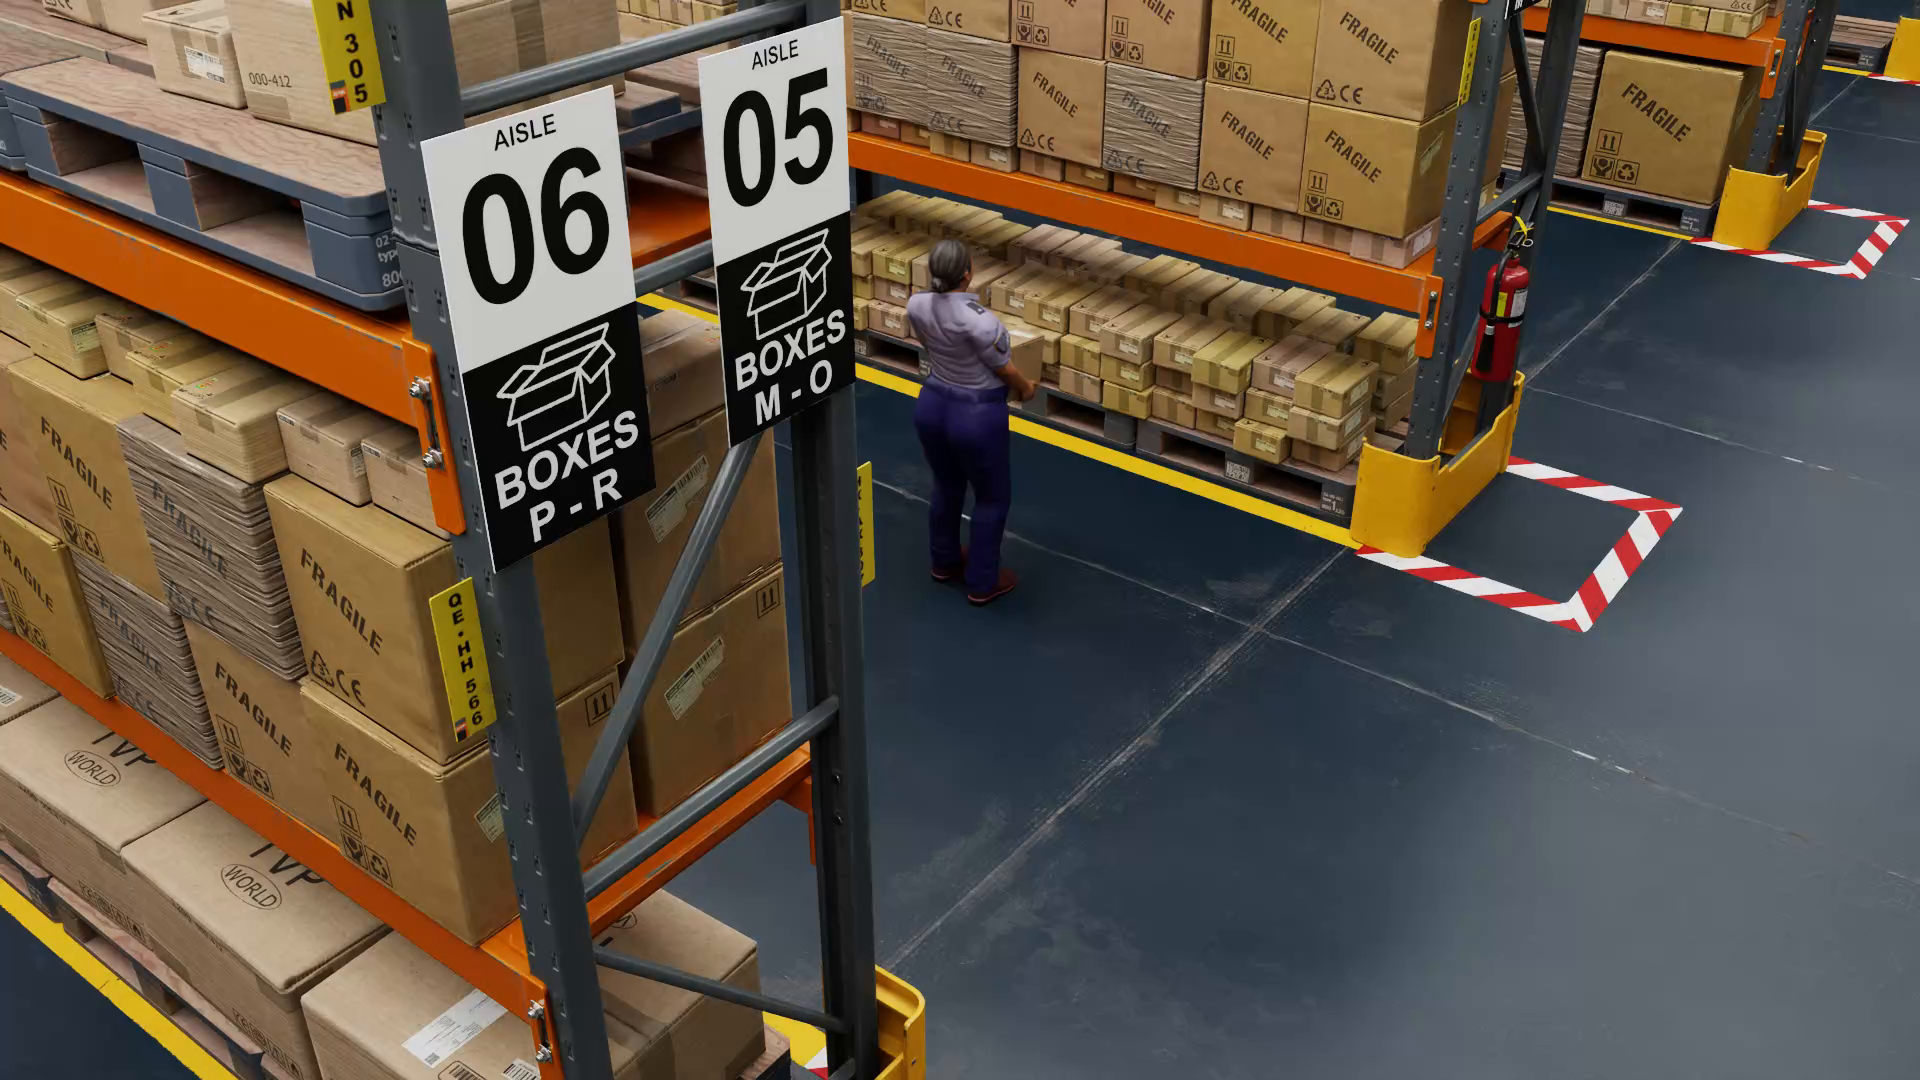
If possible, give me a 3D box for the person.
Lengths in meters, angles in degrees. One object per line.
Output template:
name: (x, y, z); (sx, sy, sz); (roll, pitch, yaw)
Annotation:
person: (0.060, -0.537, 7.051); (0.452, 1.635, 0.525); (22, 37, 32)
